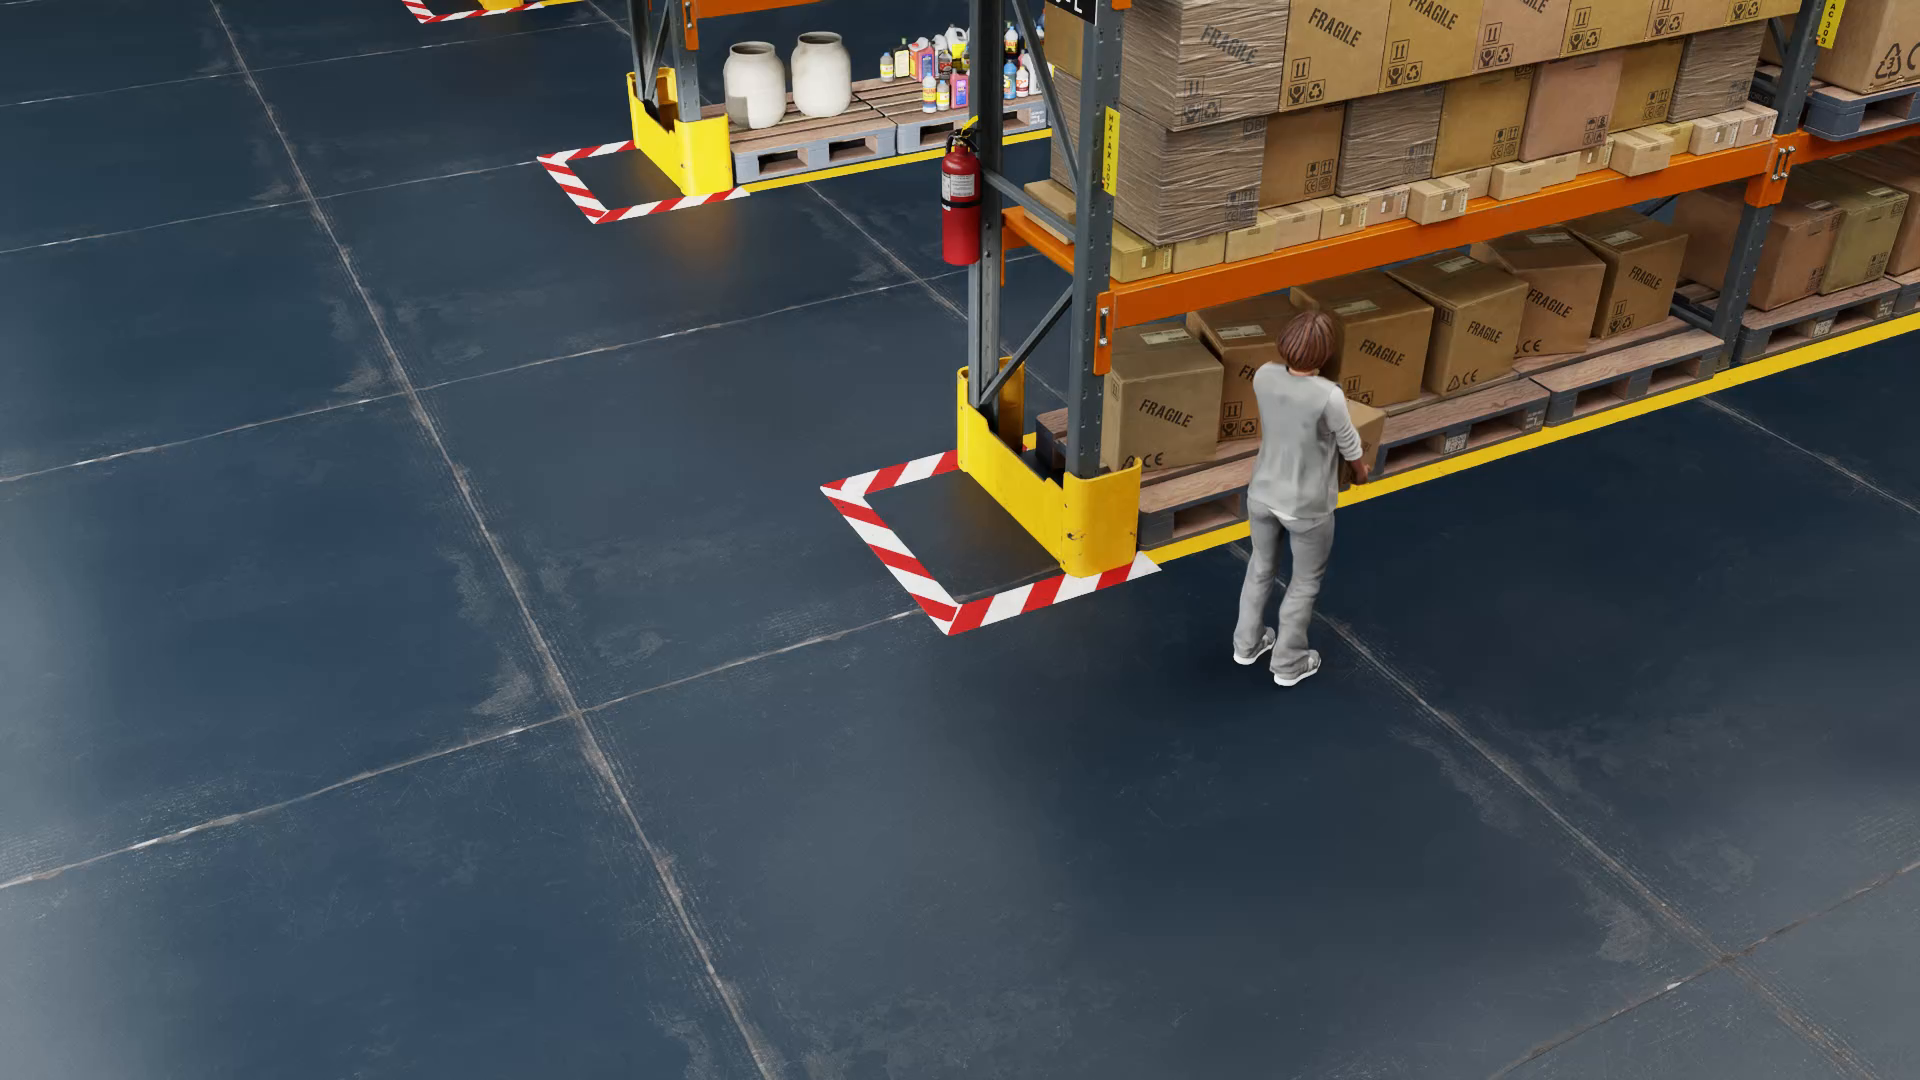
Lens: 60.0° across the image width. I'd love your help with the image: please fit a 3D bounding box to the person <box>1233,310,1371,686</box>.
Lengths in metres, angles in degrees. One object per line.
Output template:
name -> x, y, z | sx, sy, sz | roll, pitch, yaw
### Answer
person -> 1.332, -0.187, 6.436 | 0.383, 1.599, 0.495 | 27, 42, 34
